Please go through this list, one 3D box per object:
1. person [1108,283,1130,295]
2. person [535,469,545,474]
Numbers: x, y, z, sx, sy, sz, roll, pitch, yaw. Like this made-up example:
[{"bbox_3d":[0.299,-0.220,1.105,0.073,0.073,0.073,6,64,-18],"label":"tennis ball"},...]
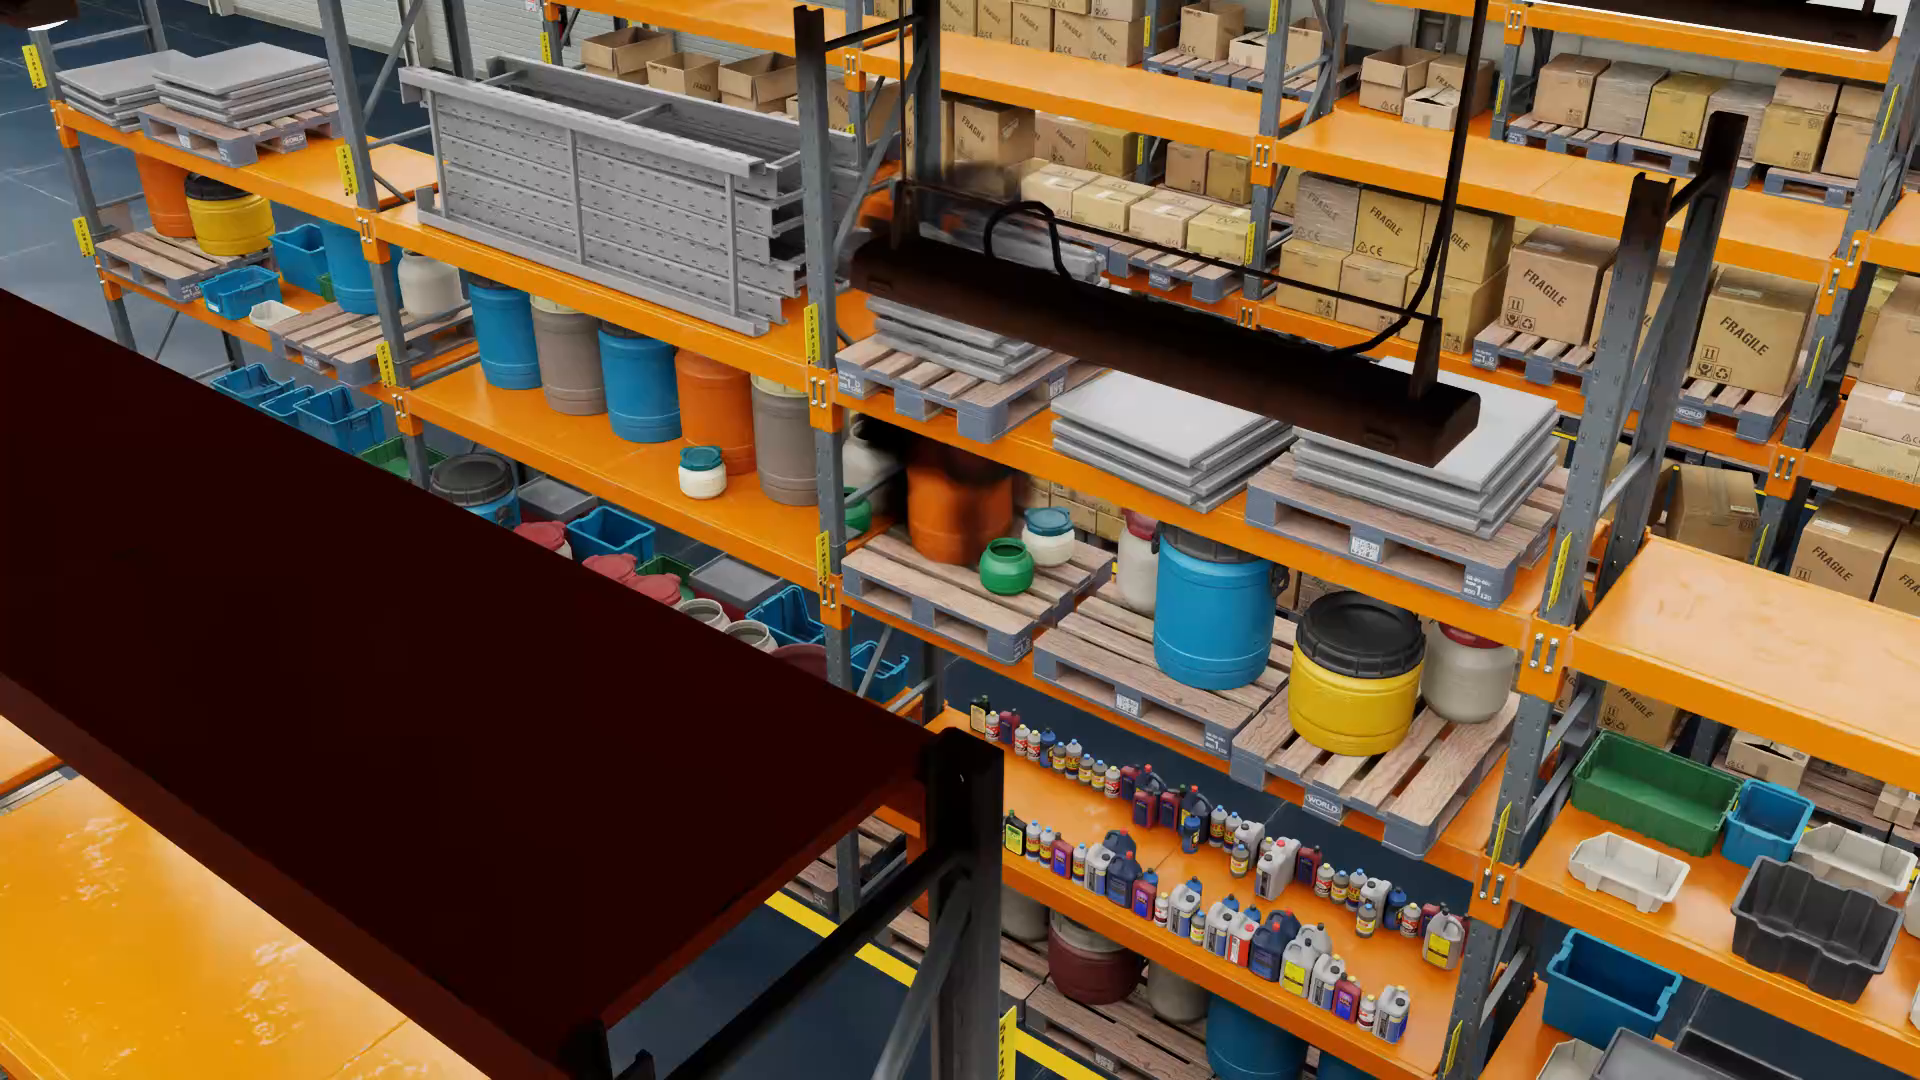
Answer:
[{"bbox_3d":[1.604,-2.688,18.089,0.850,1.736,0.690,-7,32,-12],"label":"person"},{"bbox_3d":[-3.317,-0.439,14.437,0.719,1.596,0.683,-9,32,-14],"label":"person"}]
